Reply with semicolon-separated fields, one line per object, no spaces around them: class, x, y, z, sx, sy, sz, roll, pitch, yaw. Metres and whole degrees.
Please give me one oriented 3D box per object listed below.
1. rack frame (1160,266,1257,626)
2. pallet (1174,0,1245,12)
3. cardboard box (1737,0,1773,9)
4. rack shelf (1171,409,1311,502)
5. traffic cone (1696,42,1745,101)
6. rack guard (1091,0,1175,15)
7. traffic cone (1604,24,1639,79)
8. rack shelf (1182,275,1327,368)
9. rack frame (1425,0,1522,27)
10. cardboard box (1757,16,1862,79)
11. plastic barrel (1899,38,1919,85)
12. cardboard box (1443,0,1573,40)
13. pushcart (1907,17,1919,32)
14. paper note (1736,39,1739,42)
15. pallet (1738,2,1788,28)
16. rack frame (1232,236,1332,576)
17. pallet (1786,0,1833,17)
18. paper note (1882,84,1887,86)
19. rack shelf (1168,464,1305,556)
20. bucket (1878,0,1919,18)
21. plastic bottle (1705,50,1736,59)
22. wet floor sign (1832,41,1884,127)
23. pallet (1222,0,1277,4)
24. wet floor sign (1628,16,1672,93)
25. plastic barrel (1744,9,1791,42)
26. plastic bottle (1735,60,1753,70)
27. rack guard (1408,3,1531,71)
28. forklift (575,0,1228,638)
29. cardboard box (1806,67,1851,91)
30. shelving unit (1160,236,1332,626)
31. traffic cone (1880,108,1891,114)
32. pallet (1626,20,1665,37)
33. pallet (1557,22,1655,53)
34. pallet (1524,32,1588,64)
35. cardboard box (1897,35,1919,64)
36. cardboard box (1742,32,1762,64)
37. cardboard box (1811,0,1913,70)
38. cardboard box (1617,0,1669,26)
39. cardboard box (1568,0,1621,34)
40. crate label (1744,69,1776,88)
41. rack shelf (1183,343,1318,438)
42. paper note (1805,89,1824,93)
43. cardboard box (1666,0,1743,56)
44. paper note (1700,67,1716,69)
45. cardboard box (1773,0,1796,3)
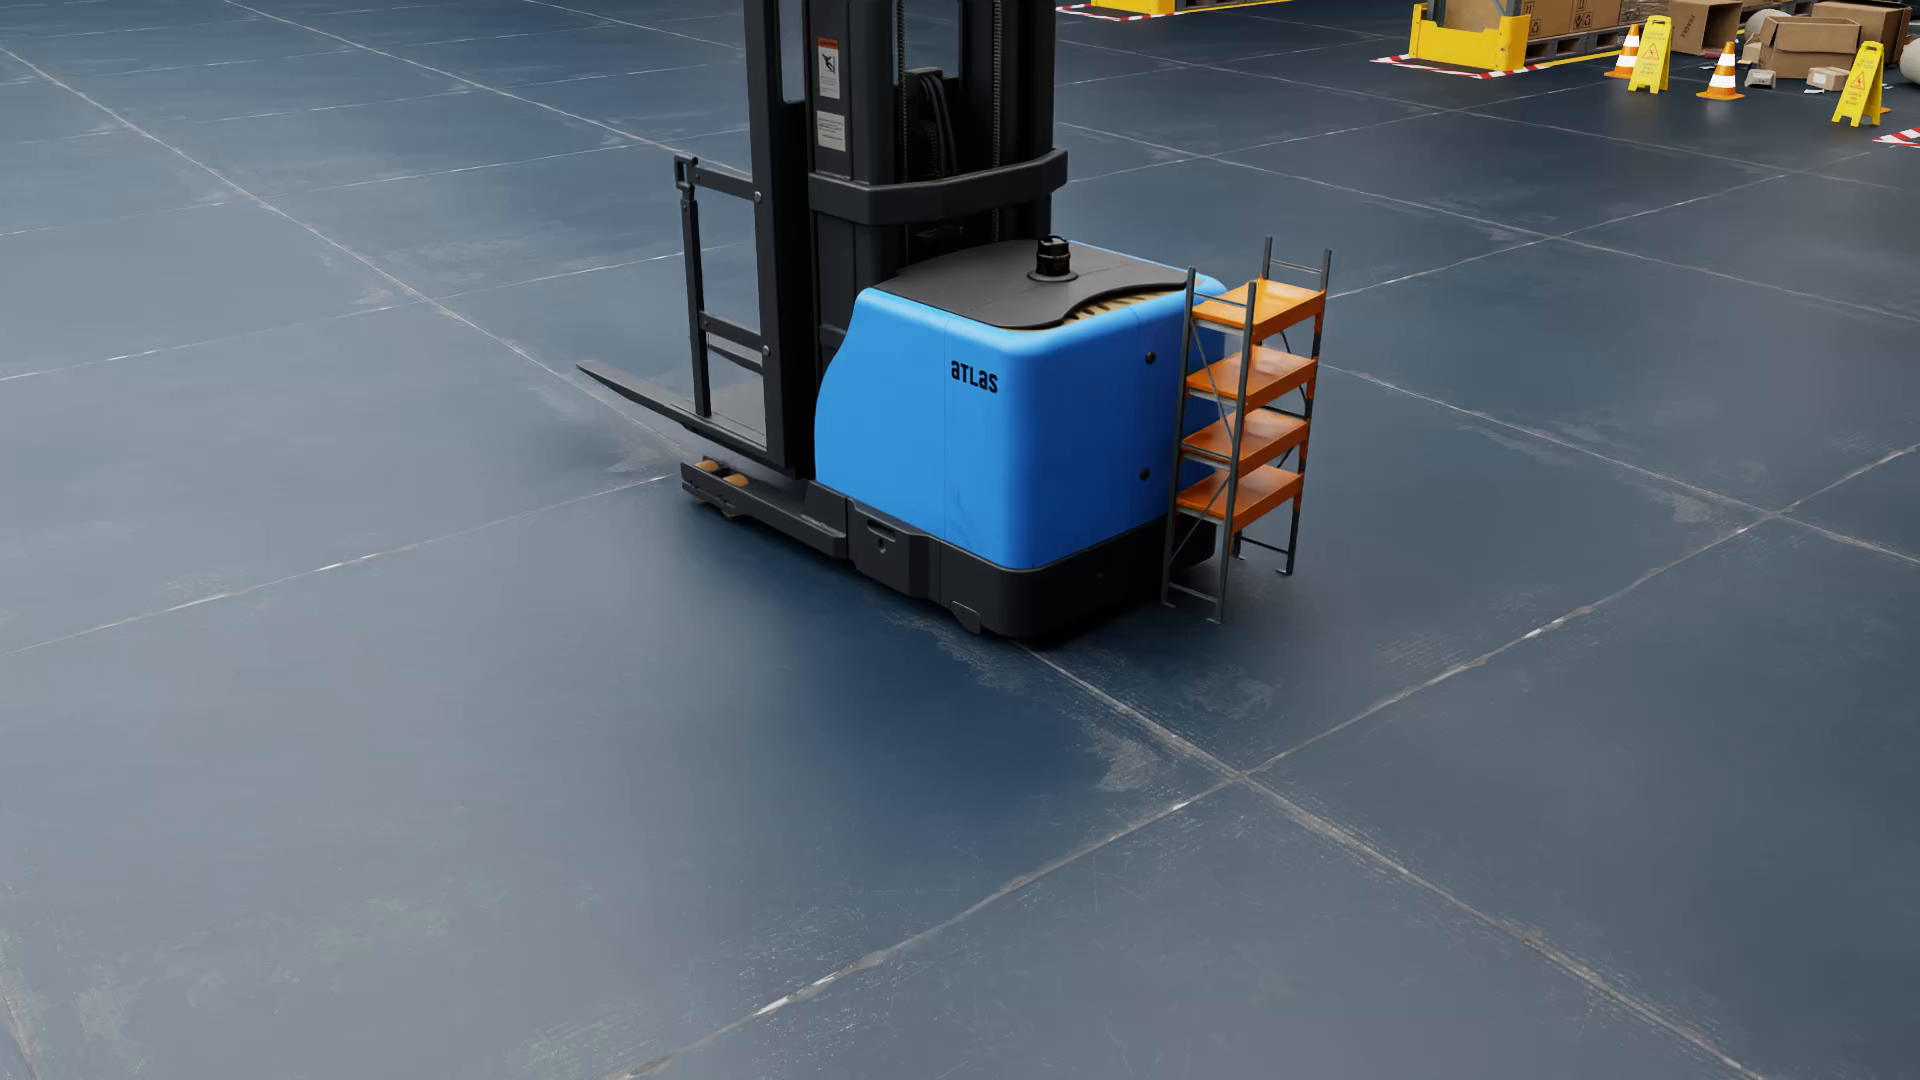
rack frame;0.803;-0.286;5.433;0.240;1.200;0.015;20;32;34
pallet;2.736;-6.700;20.435;1.213;0.211;1.003;-18;31;-34
cardboard box;8.577;-6.476;18.815;0.750;0.750;1.050;-18;31;-34
rack shelf;0.955;-0.306;5.634;0.258;0.148;0.480;20;32;34
traffic cone;6.720;-4.130;14.600;0.334;0.463;0.336;-18;31;-34
rack guard;2.075;-6.631;19.945;0.348;0.500;1.175;-18;31;-34
traffic cone;6.290;-4.593;15.597;0.334;0.463;0.336;-18;31;-34
rack shelf;0.965;-0.720;5.434;0.258;0.148;0.480;20;32;34
rack frame;4.996;-6.076;15.779;0.127;3.000;1.000;-18;31;-34
cardboard box;7.950;-4.625;15.618;0.797;0.503;0.637;5;25;11
plastic barrel;8.821;-4.332;15.082;0.421;0.421;0.512;1;25;2
cardboard box;5.489;-5.501;16.565;0.875;0.875;0.875;-18;30;-34
pushcart;9.831;-5.055;16.693;1.648;0.377;0.936;15;29;29
paper note;8.173;-5.294;17.620;0.147;0.020;0.142;5;25;11
pallet;8.704;-6.076;19.091;1.213;0.211;1.003;-18;31;-34
rack frame;1.110;-0.446;5.777;0.240;1.200;0.015;20;32;34
pallet;9.665;-6.394;19.777;1.213;0.211;1.003;-18;31;-34
paper note;8.406;-4.187;15.248;0.142;0.019;0.148;-8;26;-16
rack shelf;0.951;-0.127;5.721;0.258;0.148;0.480;20;32;34
bucket;9.459;-5.521;16.665;0.620;0.611;0.726;2;23;-21
plastic bottle;7.605;-4.843;16.613;0.283;0.061;0.133;15;29;29
wet floor sign;7.320;-3.700;13.455;0.232;0.644;0.267;-8;26;-16
pallet;3.695;-7.015;21.114;1.213;0.211;1.003;-18;31;-34
wet floor sign;6.195;-4.345;14.845;0.267;0.644;0.232;21;32;37
plastic barrel;8.197;-5.144;16.830;0.421;0.421;0.512;1;25;2
plastic bottle;7.588;-4.603;16.096;0.133;0.061;0.283;15;29;29
rack guard;4.977;-4.936;16.292;0.348;0.500;1.175;-18;31;-34
forklift;-0.448;-1.545;6.098;1.130;2.935;3.031;-21;32;-38
cardboard box;7.914;-4.179;15.078;0.250;0.149;0.380;-3;25;-7
shelving unit;0.956;-0.366;5.605;0.258;1.200;0.503;20;32;34
traffic cone;7.672;-3.851;13.998;0.334;0.463;0.336;-18;31;-34
pallet;7.497;-5.679;18.235;1.213;0.211;1.003;-18;31;-34
pallet;6.536;-5.360;17.549;1.213;0.211;1.003;-18;31;-34
pallet;5.577;-5.045;16.870;1.213;0.211;1.003;-18;31;-34
cardboard box;9.312;-4.761;16.193;0.258;0.266;0.396;5;25;11
cardboard box;7.927;-4.818;16.317;0.258;0.266;0.396;-13;28;-25
cardboard box;8.681;-4.932;16.119;0.503;0.637;0.797;-18;31;-34
cardboard box;6.898;-5.966;17.568;0.875;0.875;0.875;-18;30;-34
cardboard box;6.180;-5.730;17.059;0.875;0.875;0.875;-19;31;-35
crate label;7.300;-4.207;15.153;0.250;0.136;0.298;10;27;20
rack shelf;0.960;-0.507;5.537;0.258;0.148;0.480;20;32;34
paper note;7.645;-4.021;14.877;0.148;0.019;0.142;15;29;29
cardboard box;7.555;-5.239;16.942;0.500;0.500;0.500;-13;28;-25
paper note;7.245;-4.563;16.047;0.142;0.017;0.144;-8;26;-16
cardboard box;9.338;-6.726;19.352;0.750;0.750;1.050;-18;31;-34
